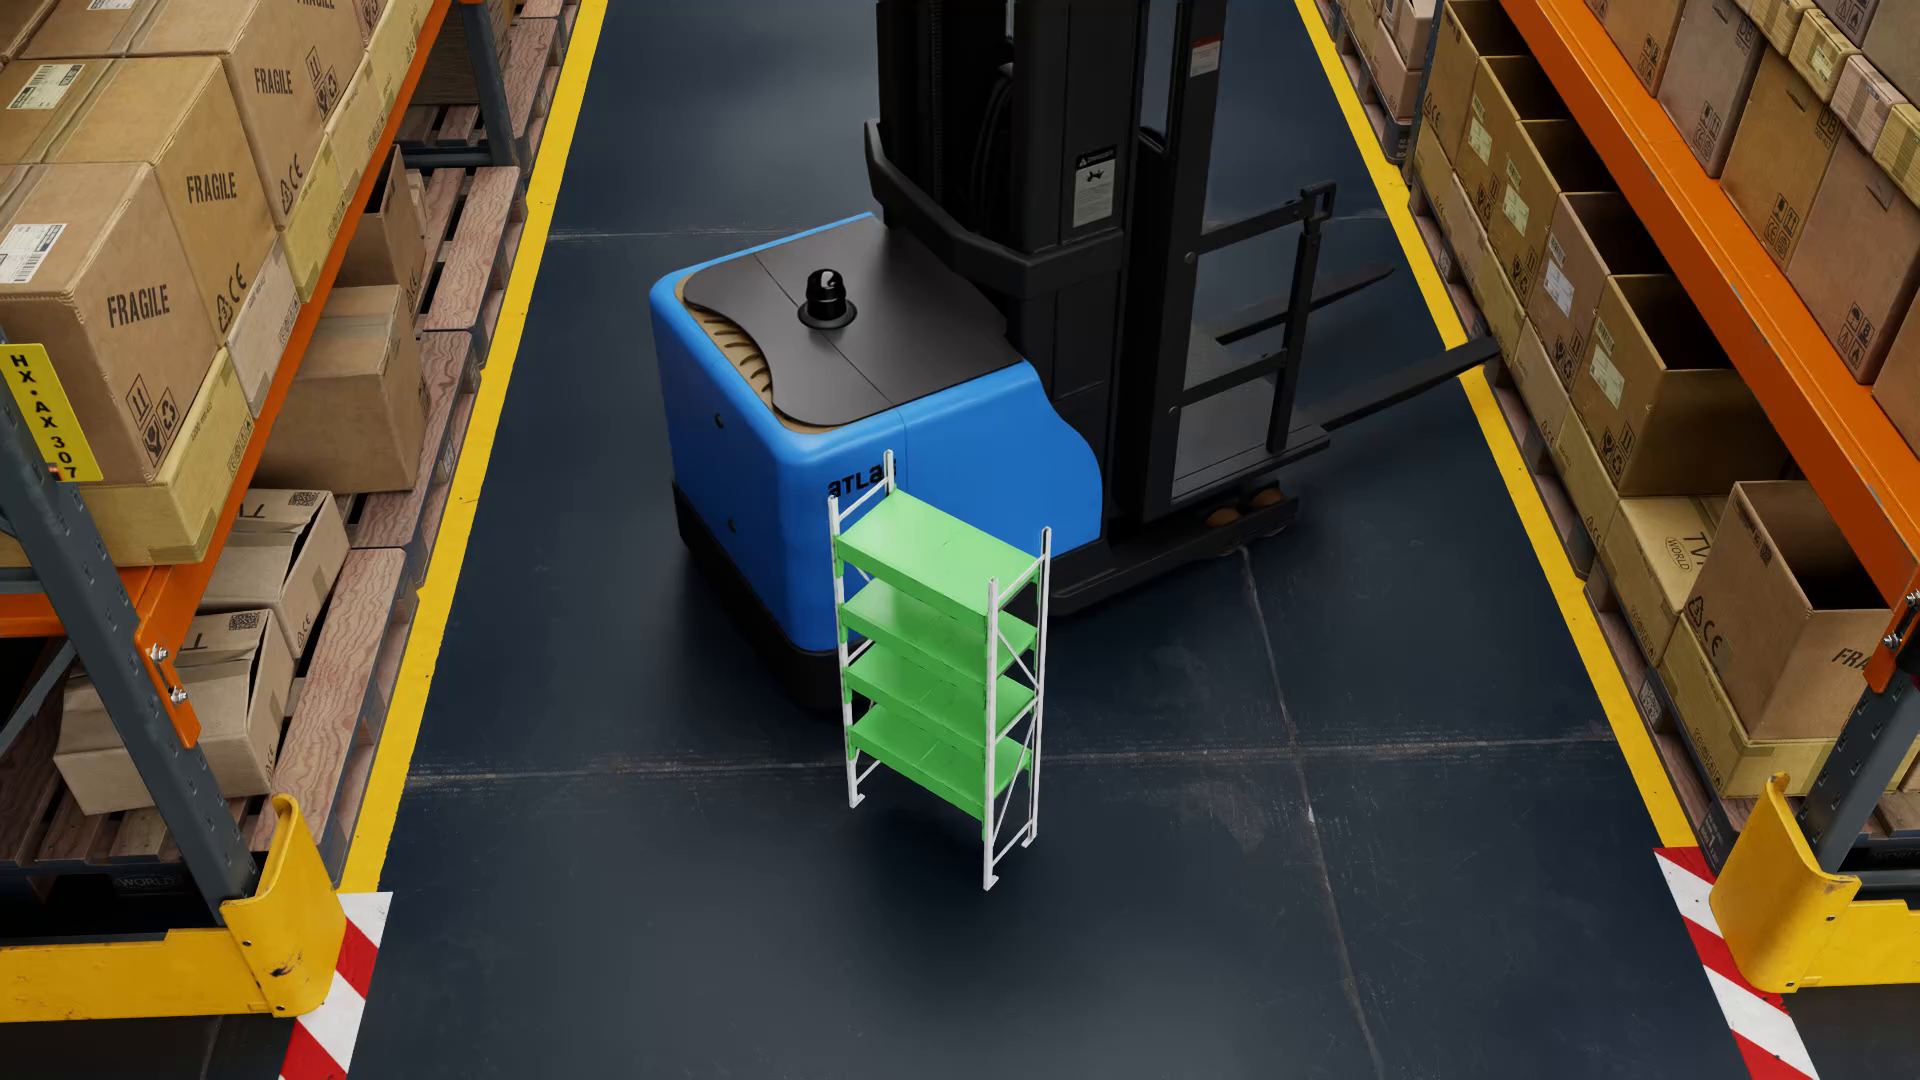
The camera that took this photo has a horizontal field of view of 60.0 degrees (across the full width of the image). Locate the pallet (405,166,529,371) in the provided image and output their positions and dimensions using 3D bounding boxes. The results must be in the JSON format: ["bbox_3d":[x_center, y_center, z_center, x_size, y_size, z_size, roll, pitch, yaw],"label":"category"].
[{"bbox_3d":[-2.376,-1.122,6.817,1.003,0.211,1.213,-2,43,-2],"label":"pallet"}]

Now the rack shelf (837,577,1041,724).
[{"bbox_3d":[-0.052,0.248,4.331,0.480,0.148,0.258,27,49,26],"label":"rack shelf"}]

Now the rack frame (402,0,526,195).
[{"bbox_3d":[-2.440,-2.602,6.369,1.000,3.000,0.127,-2,43,-2],"label":"rack frame"}]

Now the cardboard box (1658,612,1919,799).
[{"bbox_3d":[2.361,0.459,4.753,0.500,0.250,0.500,-2,43,-2],"label":"cardboard box"}]

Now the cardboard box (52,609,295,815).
[{"bbox_3d":[-2.210,0.458,4.695,0.500,0.311,0.500,-6,43,-7],"label":"cardboard box"}]

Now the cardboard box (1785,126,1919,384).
[{"bbox_3d":[2.645,-0.753,4.278,0.700,0.500,0.500,-1,43,-1],"label":"cardboard box"}]

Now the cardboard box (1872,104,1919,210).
[{"bbox_3d":[2.449,-0.924,3.984,0.380,0.149,0.250,-2,43,-2],"label":"cardboard box"}]

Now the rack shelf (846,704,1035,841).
[{"bbox_3d":[-0.052,0.602,4.655,0.480,0.148,0.258,27,49,26],"label":"rack shelf"}]

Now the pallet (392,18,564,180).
[{"bbox_3d":[-2.475,-2.100,7.884,1.003,0.211,1.213,-2,43,-2],"label":"pallet"}]

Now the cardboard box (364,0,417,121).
[{"bbox_3d":[-2.067,-1.567,5.336,0.500,0.250,0.500,-2,43,-2],"label":"cardboard box"}]

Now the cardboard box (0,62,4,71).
[{"bbox_3d":[-2.514,-0.782,3.925,0.500,0.500,0.500,-1,43,-1],"label":"cardboard box"}]

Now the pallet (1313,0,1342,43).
[{"bbox_3d":[2.384,-3.041,8.911,1.003,0.211,1.213,-2,43,-2],"label":"pallet"}]

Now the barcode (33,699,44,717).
[{"bbox_3d":[-2.610,0.454,4.693,0.001,0.075,0.075,-2,43,-2],"label":"barcode"}]

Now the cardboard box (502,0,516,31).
[{"bbox_3d":[-2.560,-2.686,7.985,0.700,0.500,0.500,-2,43,-3],"label":"cardboard box"}]

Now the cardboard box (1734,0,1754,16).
[{"bbox_3d":[2.404,-1.622,4.745,0.380,0.149,0.250,-2,43,-2],"label":"cardboard box"}]

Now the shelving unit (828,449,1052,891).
[{"bbox_3d":[-0.052,0.378,4.450,0.503,1.200,0.258,27,49,26],"label":"shelving unit"}]

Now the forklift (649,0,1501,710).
[{"bbox_3d":[0.571,-1.312,5.012,3.031,2.935,1.130,-22,47,-22],"label":"forklift"}]

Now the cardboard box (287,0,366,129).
[{"bbox_3d":[-2.051,-1.492,4.699,0.500,0.500,0.500,0,43,0],"label":"cardboard box"}]

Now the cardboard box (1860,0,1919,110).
[{"bbox_3d":[2.642,-1.267,3.879,0.700,0.500,0.500,-3,43,-3],"label":"cardboard box"}]

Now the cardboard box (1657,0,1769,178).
[{"bbox_3d":[2.603,-1.444,5.031,0.700,0.500,0.500,0,43,-1],"label":"cardboard box"}]

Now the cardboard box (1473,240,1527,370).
[{"bbox_3d":[2.258,-0.891,6.226,0.500,0.250,0.500,-2,43,-2],"label":"cardboard box"}]

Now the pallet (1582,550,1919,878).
[{"bbox_3d":[2.605,0.467,5.085,1.003,0.211,1.213,-2,43,-2],"label":"pallet"}]

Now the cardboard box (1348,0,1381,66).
[{"bbox_3d":[2.182,-2.501,7.983,0.500,0.250,0.500,-2,43,-2],"label":"cardboard box"}]

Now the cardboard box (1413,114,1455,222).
[{"bbox_3d":[2.226,-1.566,6.963,0.500,0.250,0.500,-2,43,-2],"label":"cardboard box"}]

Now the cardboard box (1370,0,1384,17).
[{"bbox_3d":[2.177,-2.711,7.797,0.500,0.311,0.500,-1,43,-1],"label":"cardboard box"}]

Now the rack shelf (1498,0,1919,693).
[{"bbox_3d":[2.594,-1.131,5.297,1.077,0.370,4.000,-2,43,-2],"label":"rack shelf"}]

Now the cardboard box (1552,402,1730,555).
[{"bbox_3d":[2.305,-0.216,5.489,0.500,0.250,0.500,-2,43,-2],"label":"cardboard box"}]

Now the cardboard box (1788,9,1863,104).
[{"bbox_3d":[2.429,-1.271,4.363,0.380,0.149,0.250,0,43,0],"label":"cardboard box"}]

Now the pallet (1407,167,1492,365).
[{"bbox_3d":[2.501,-1.181,6.882,1.003,0.211,1.213,-2,43,-2],"label":"pallet"}]

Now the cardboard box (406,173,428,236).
[{"bbox_3d":[-2.387,-1.359,6.784,0.380,0.166,0.250,-7,43,-7],"label":"cardboard box"}]

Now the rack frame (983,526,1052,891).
[{"bbox_3d":[0.143,0.477,4.342,0.015,1.200,0.240,27,49,26],"label":"rack frame"}]

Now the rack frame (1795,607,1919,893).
[{"bbox_3d":[2.679,-0.046,3.580,1.000,3.000,0.127,-2,43,-2],"label":"rack frame"}]

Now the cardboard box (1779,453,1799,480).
[{"bbox_3d":[2.821,-0.507,5.252,0.500,0.500,0.500,-2,43,-2],"label":"cardboard box"}]

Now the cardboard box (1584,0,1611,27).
[{"bbox_3d":[2.563,-2.128,5.778,0.700,0.500,0.500,-2,43,-2],"label":"cardboard box"}]

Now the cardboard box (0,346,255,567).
[{"bbox_3d":[-1.974,-0.192,3.836,0.500,0.250,0.500,-3,43,-3],"label":"cardboard box"}]

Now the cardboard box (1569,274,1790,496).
[{"bbox_3d":[2.302,-0.492,5.236,0.500,0.500,0.500,-2,43,-2],"label":"cardboard box"}]

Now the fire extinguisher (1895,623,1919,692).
[{"bbox_3d":[2.220,0.075,3.505,0.296,0.674,0.183,-2,43,-2],"label":"fire extinguisher"}]

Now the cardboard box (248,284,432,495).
[{"bbox_3d":[-2.215,-0.493,5.593,0.700,0.500,0.500,-4,43,-4],"label":"cardboard box"}]

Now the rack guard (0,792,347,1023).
[{"bbox_3d":[-2.273,0.969,4.323,1.175,0.500,0.348,-2,43,-2],"label":"rack guard"}]

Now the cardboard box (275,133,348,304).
[{"bbox_3d":[-2.026,-0.886,4.593,0.500,0.250,0.500,-2,43,-2],"label":"cardboard box"}]

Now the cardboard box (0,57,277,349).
[{"bbox_3d":[-2.001,-0.795,3.939,0.500,0.500,0.500,-2,43,-2],"label":"cardboard box"}]

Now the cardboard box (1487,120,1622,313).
[{"bbox_3d":[2.258,-1.167,5.972,0.500,0.500,0.500,-2,43,-2],"label":"cardboard box"}]

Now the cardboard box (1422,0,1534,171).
[{"bbox_3d":[2.216,-1.842,6.709,0.500,0.500,0.500,-2,43,-2],"label":"cardboard box"}]
